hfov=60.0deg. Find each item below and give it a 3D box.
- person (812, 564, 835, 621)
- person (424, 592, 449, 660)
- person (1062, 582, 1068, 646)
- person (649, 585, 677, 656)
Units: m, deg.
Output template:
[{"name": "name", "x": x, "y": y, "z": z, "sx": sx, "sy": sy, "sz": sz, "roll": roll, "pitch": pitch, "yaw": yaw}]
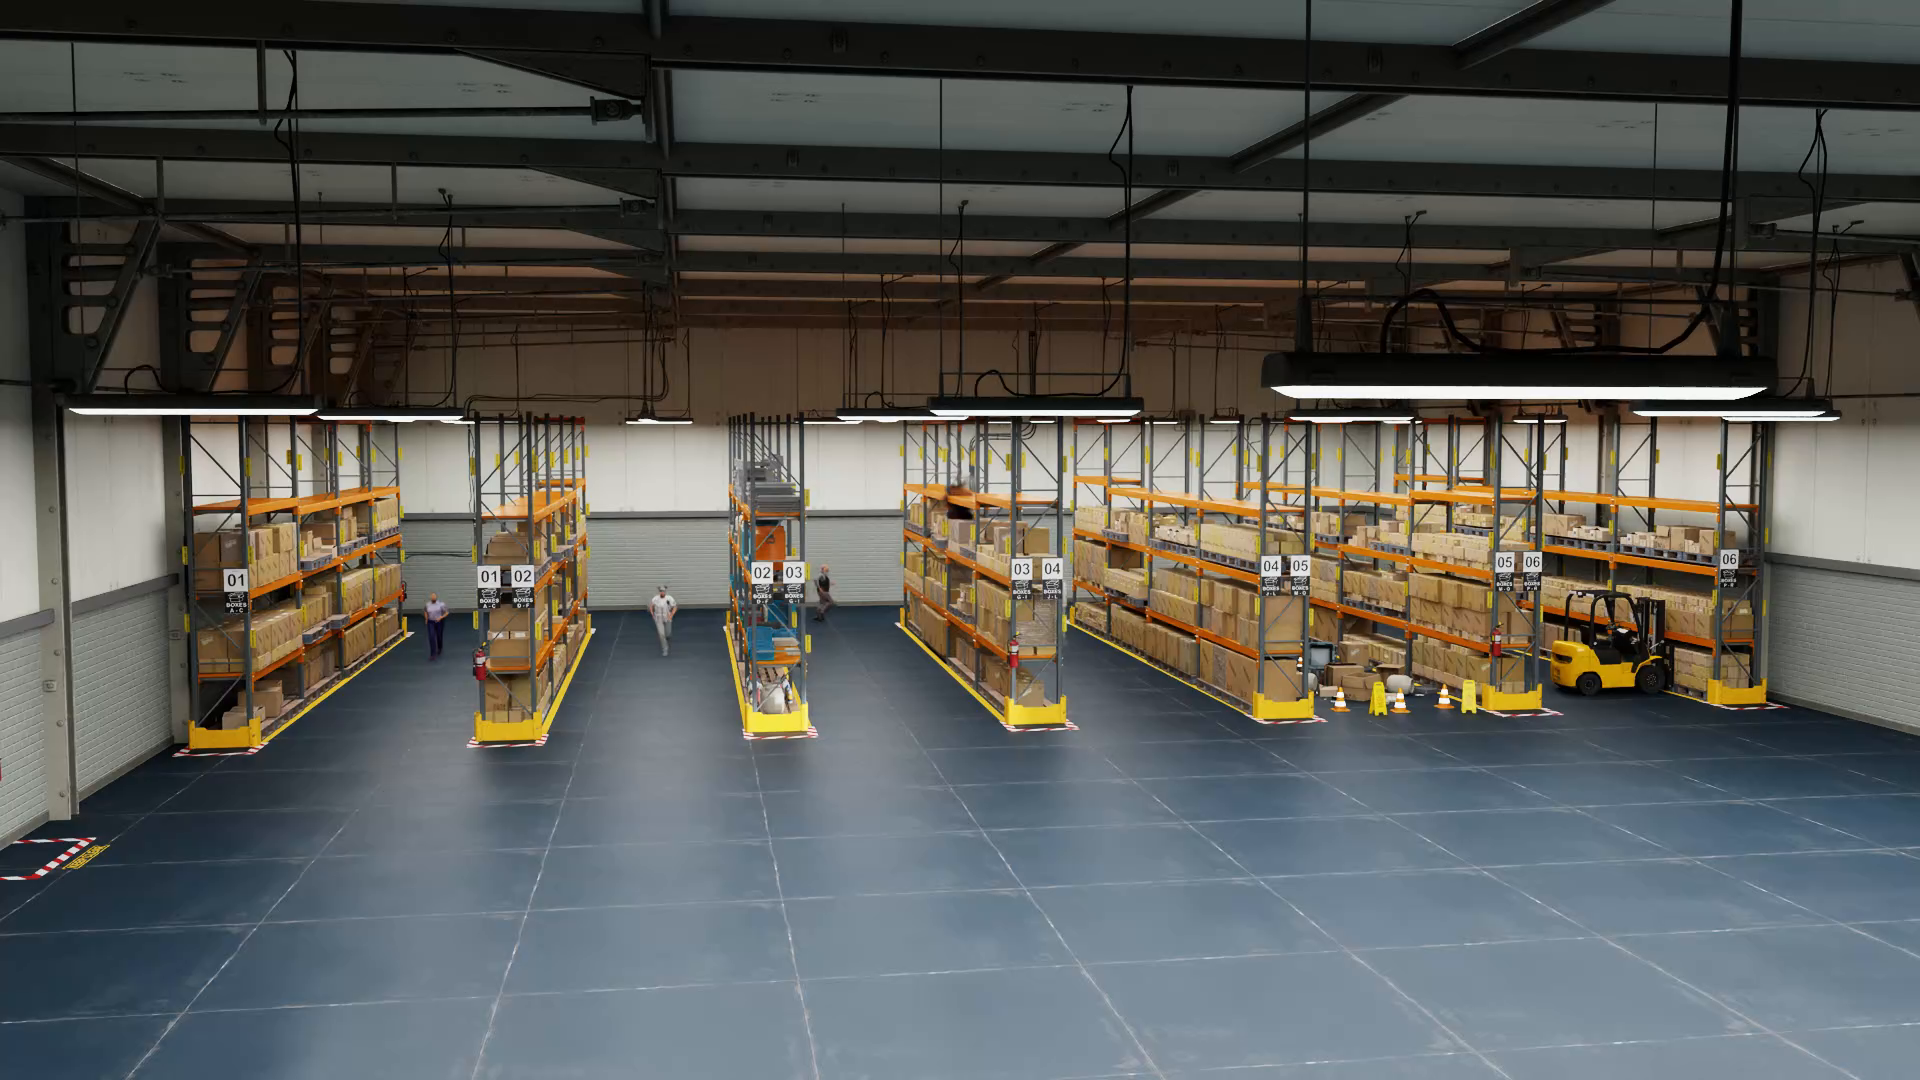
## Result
[{"name": "person", "x": -4.001, "y": 1.542, "z": 48.915, "sx": 0.692, "sy": 1.678, "sz": 0.654, "roll": 0, "pitch": 4, "yaw": 1}, {"name": "person", "x": -12.910, "y": 2.096, "z": 40.990, "sx": 0.599, "sy": 1.644, "sz": 0.858, "roll": -1, "pitch": 4, "yaw": -10}, {"name": "person", "x": 2.444, "y": 1.707, "z": 41.727, "sx": 0.640, "sy": 1.812, "sz": 0.839, "roll": -1, "pitch": 4, "yaw": -12}, {"name": "person", "x": -7.487, "y": 2.011, "z": 41.950, "sx": 0.688, "sy": 1.771, "sz": 0.828, "roll": -1, "pitch": 4, "yaw": -10}]
